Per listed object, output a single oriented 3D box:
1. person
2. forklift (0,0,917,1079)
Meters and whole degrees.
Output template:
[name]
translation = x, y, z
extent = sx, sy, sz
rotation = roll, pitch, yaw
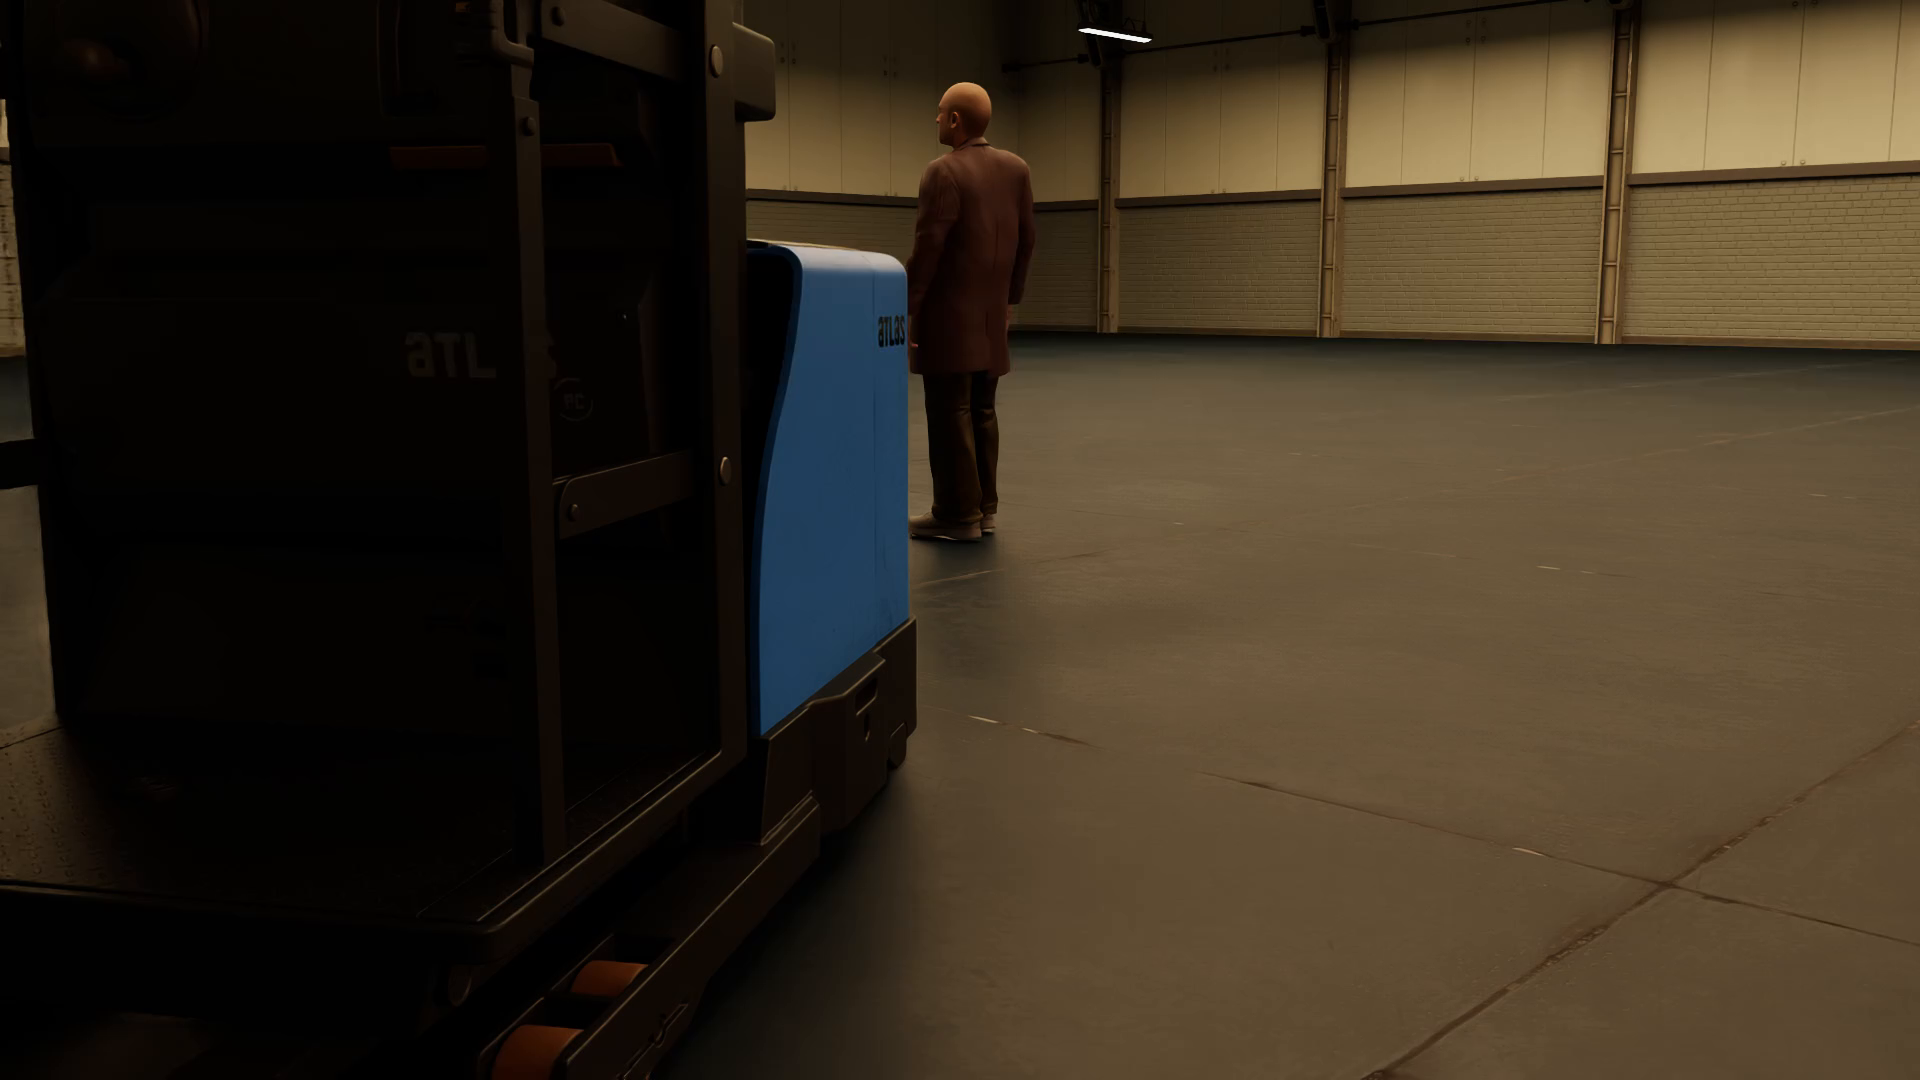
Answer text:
[person]
translation = -0.063, -0.897, 6.650
extent = 0.579, 1.778, 0.698
rotation = 8, 12, 43
[forklift]
translation = -0.905, -0.785, 2.086
extent = 1.130, 2.935, 3.031
rotation = 2, 9, 12
